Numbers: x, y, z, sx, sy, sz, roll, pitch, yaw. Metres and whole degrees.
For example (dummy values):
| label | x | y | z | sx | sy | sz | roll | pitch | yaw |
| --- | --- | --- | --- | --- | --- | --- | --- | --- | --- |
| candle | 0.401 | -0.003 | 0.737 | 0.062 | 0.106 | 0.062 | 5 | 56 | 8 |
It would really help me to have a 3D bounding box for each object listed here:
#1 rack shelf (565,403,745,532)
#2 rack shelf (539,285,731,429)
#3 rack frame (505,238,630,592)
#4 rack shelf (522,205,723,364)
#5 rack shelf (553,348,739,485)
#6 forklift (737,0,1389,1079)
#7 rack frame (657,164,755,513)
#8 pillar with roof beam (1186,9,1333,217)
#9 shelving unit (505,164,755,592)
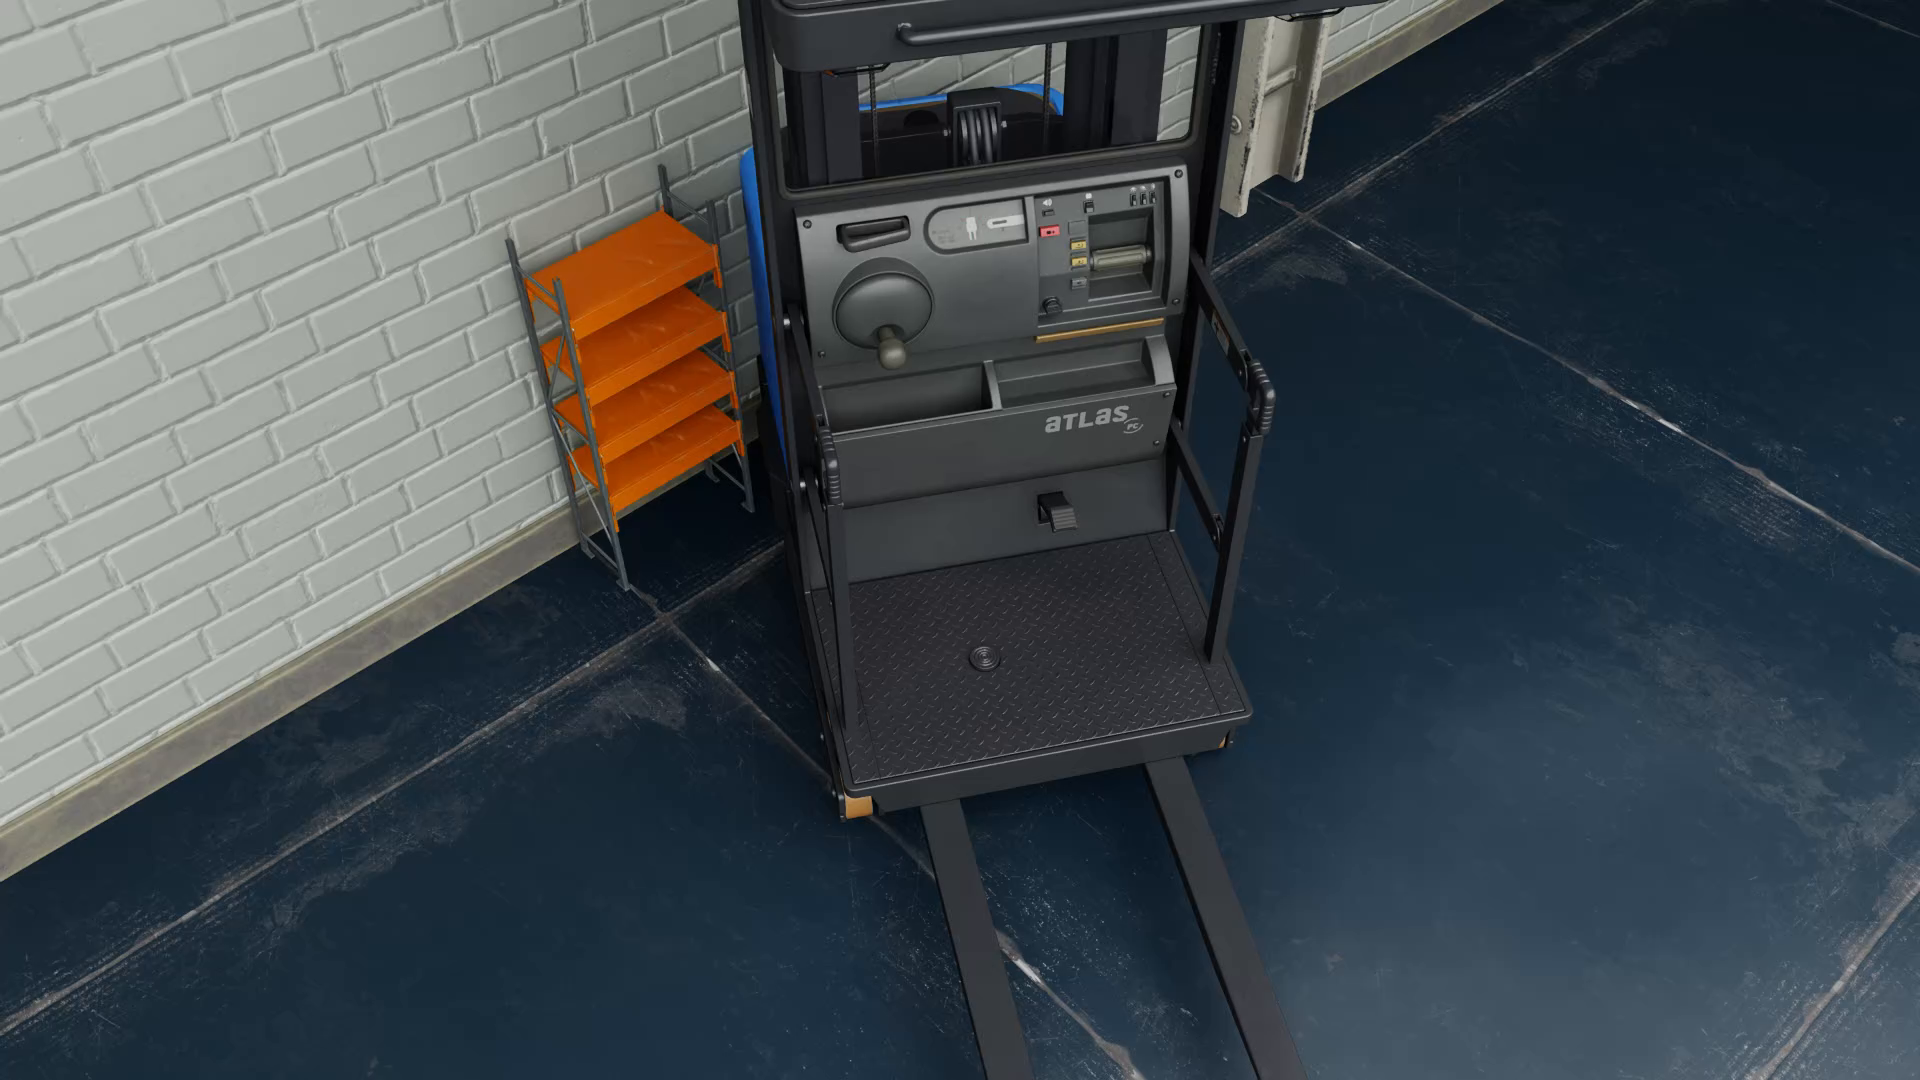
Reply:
| label | x | y | z | sx | sy | sz | roll | pitch | yaw |
| --- | --- | --- | --- | --- | --- | --- | --- | --- | --- |
| rack shelf | -0.923 | -0.258 | 5.033 | 0.480 | 0.148 | 0.258 | -34 | 56 | -28 |
| rack shelf | -0.923 | -0.544 | 4.723 | 0.480 | 0.148 | 0.258 | -34 | 56 | -28 |
| rack frame | -1.102 | -0.316 | 4.725 | 0.015 | 1.200 | 0.240 | -34 | 56 | -28 |
| rack shelf | -0.923 | -0.705 | 4.549 | 0.480 | 0.148 | 0.258 | -34 | 56 | -28 |
| rack shelf | -0.923 | -0.392 | 4.887 | 0.480 | 0.148 | 0.258 | -34 | 56 | -28 |
| forklift | 0.138 | -0.548 | 3.761 | 1.130 | 2.935 | 3.031 | -9 | 48 | -9 |
| rack frame | -0.745 | -0.560 | 4.951 | 0.015 | 1.200 | 0.240 | -34 | 56 | -28 |
| pillar with roof beam | 4.006 | -2.131 | 1.093 | 0.400 | 9.000 | 9.100 | -34 | 56 | -27 |
| shelving unit | -0.923 | -0.438 | 4.838 | 0.503 | 1.200 | 0.258 | -34 | 56 | -28 |
